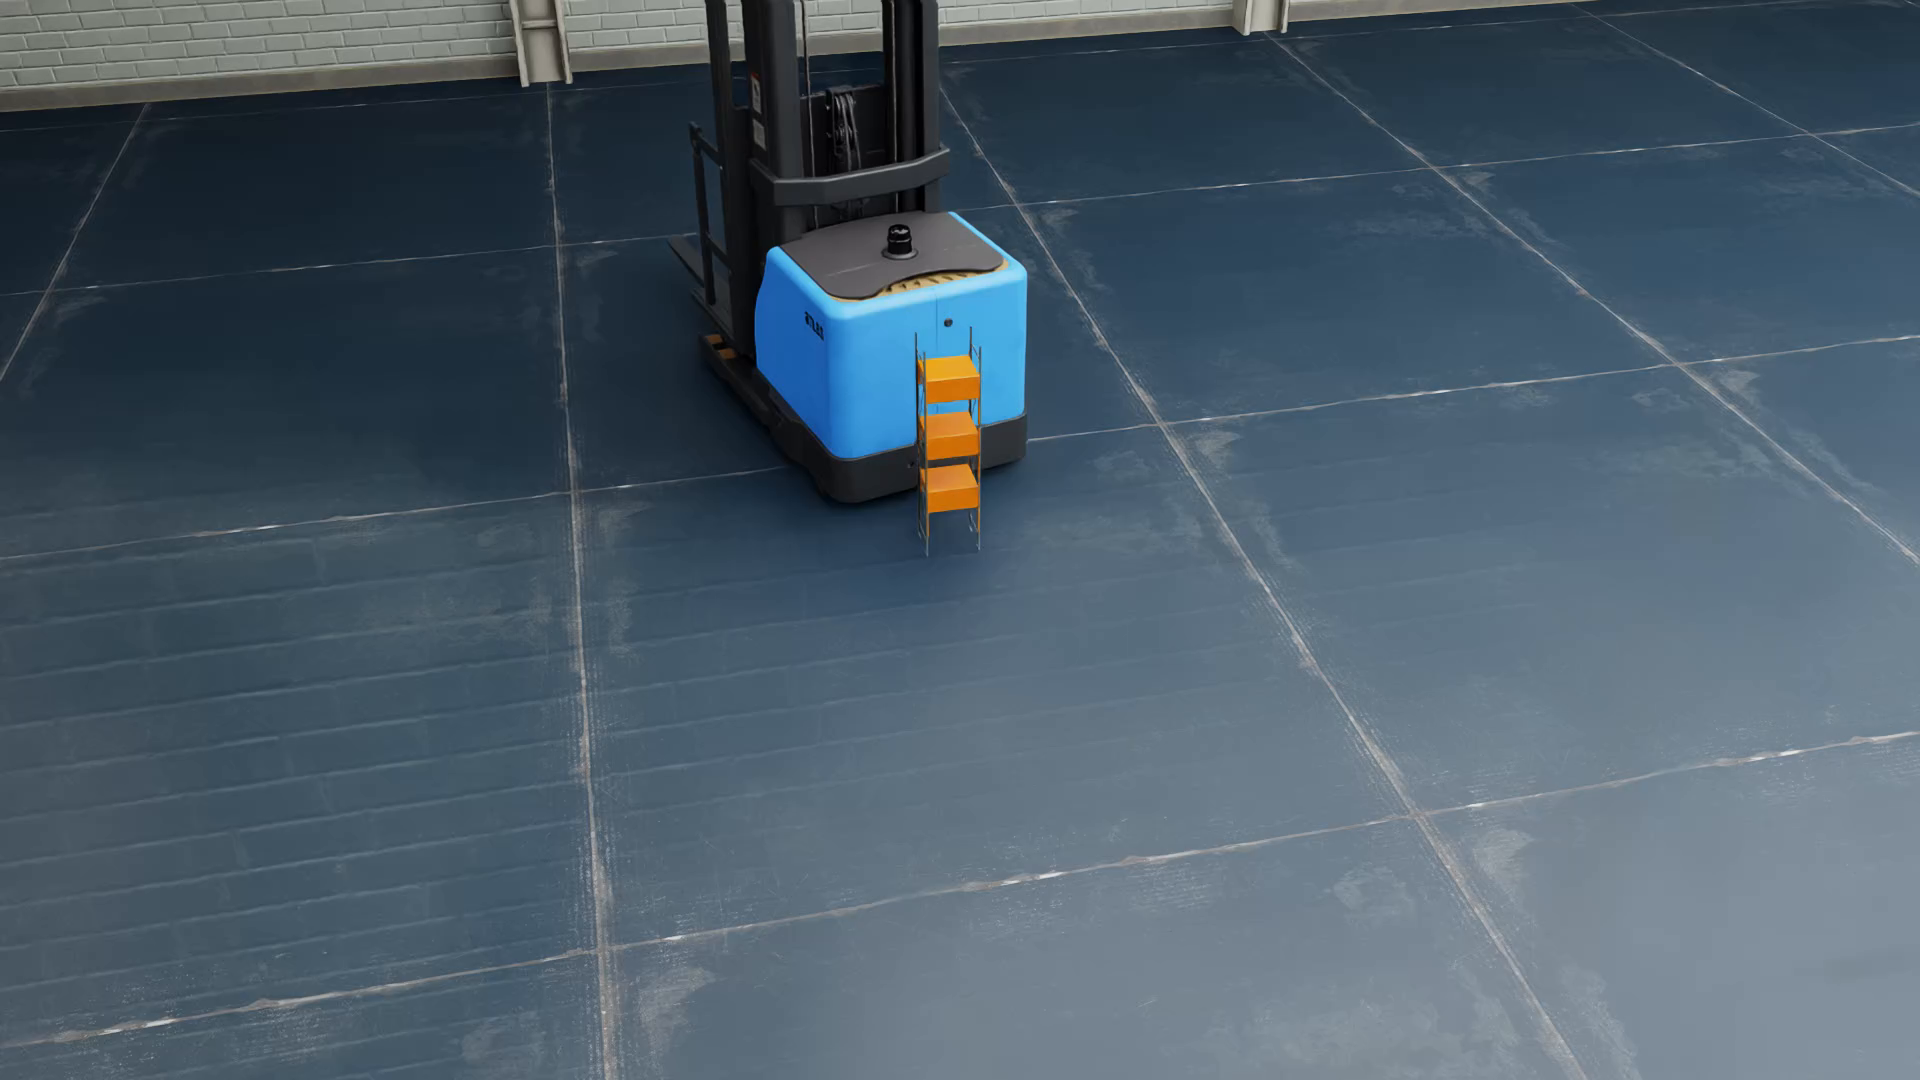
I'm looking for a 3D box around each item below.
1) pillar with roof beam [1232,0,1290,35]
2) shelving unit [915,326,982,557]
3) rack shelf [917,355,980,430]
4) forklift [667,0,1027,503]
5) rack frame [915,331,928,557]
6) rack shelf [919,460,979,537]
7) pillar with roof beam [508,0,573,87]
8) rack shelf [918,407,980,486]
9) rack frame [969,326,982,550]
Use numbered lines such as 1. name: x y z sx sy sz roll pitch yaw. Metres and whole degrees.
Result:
1. pillar with roof beam: 3.520 -5.799 8.315 0.400 9.000 9.100 -7 35 -11
2. shelving unit: -0.052 -0.429 7.448 0.252 1.050 0.215 -7 35 -11
3. rack shelf: -0.052 -0.656 7.295 0.240 0.259 0.215 -7 35 -11
4. forklift: -0.788 -2.195 8.390 1.130 2.935 3.031 -16 37 -22
5. rack frame: -0.171 -0.414 7.425 0.008 1.050 0.200 -7 35 -11
6. rack shelf: -0.052 -0.190 7.608 0.240 0.259 0.215 -7 35 -11
7. pillar with roof beam: -2.332 -5.061 7.216 0.400 9.000 9.100 -7 35 -11
8. rack shelf: -0.052 -0.421 7.454 0.240 0.259 0.215 -7 35 -11
9. rack frame: 0.067 -0.444 7.470 0.008 1.050 0.200 -7 35 -11
